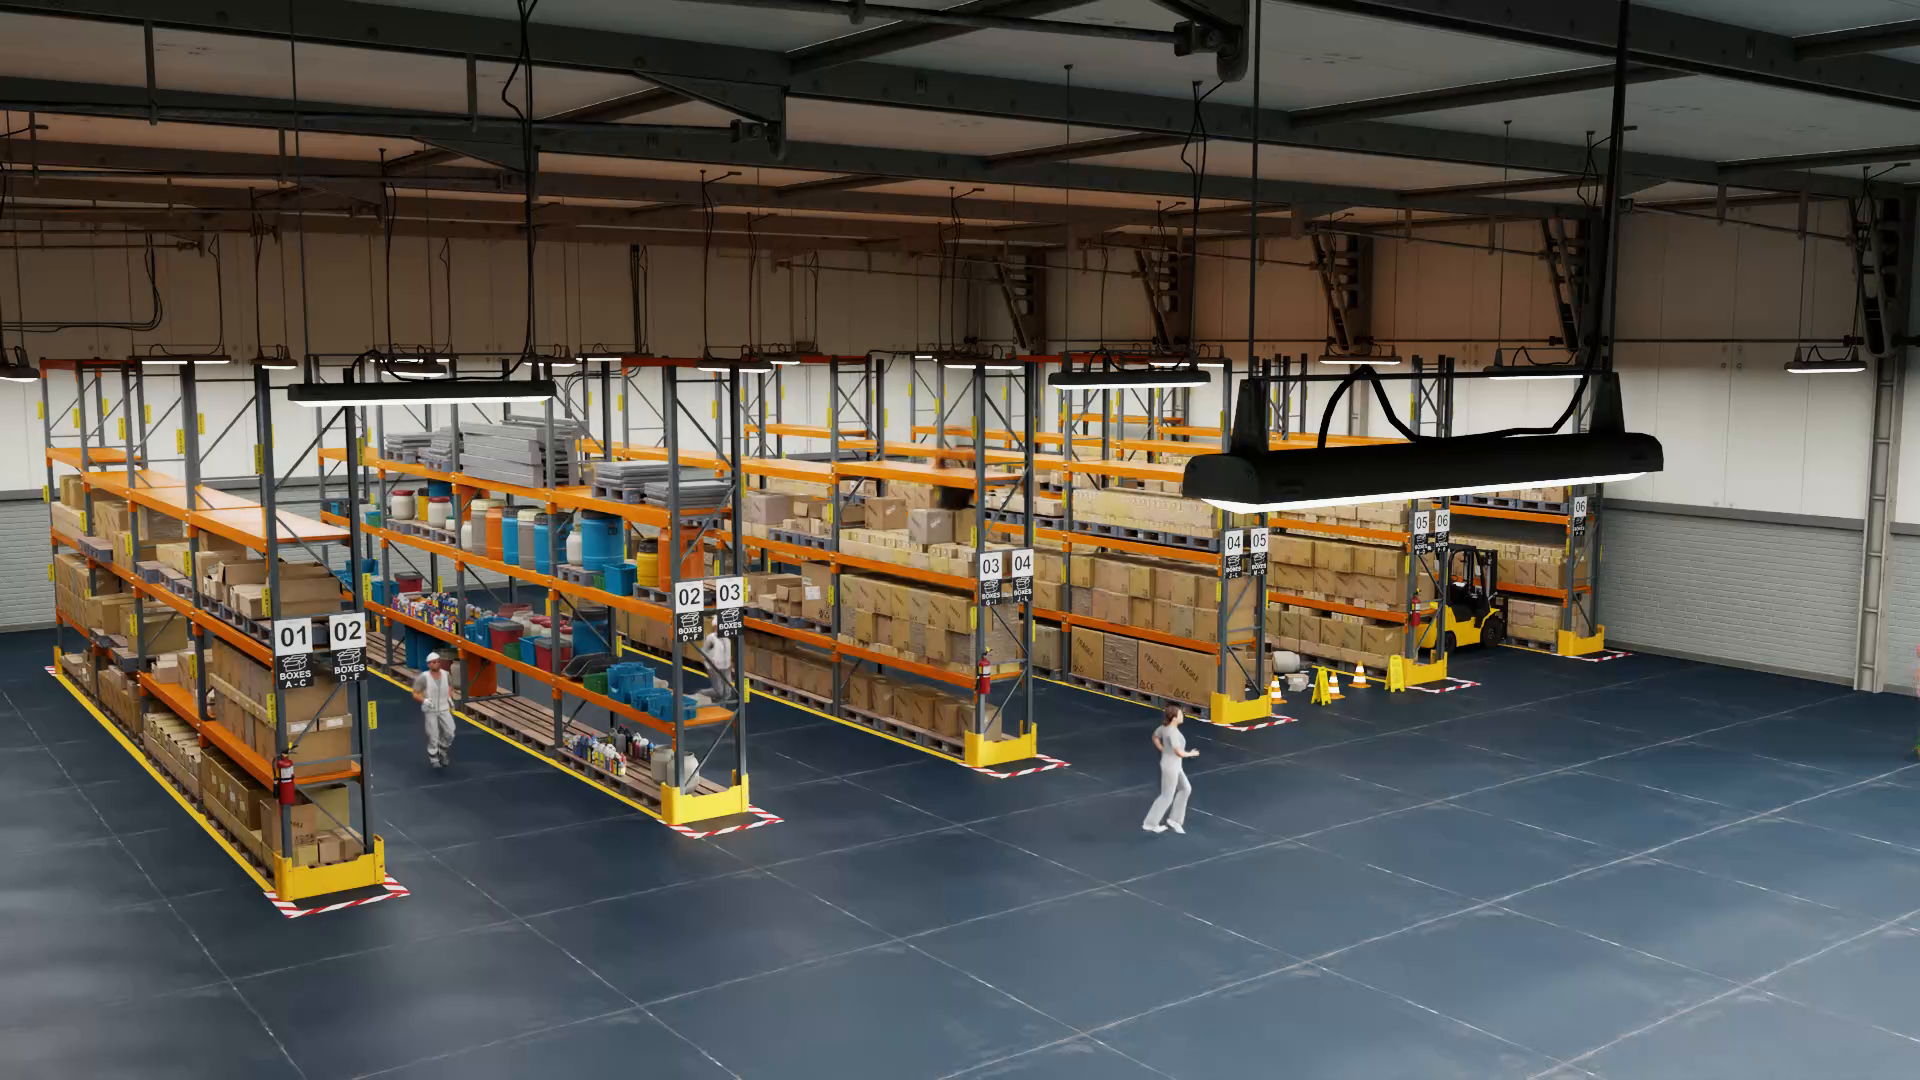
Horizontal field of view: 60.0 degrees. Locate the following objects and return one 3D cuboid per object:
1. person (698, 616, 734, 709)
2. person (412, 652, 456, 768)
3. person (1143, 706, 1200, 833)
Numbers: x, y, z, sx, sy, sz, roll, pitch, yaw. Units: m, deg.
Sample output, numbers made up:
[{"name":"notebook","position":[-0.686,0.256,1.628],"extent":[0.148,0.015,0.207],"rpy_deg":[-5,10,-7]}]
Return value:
[{"name":"person","position":[-4.110,2.122,28.032],"extent":[0.637,1.727,0.647],"rpy_deg":[6,9,42]},{"name":"person","position":[-7.689,2.520,24.438],"extent":[0.651,1.744,0.609],"rpy_deg":[-5,9,-37]},{"name":"person","position":[2.701,2.970,21.299],"extent":[0.729,1.735,0.585],"rpy_deg":[0,7,-2]}]
